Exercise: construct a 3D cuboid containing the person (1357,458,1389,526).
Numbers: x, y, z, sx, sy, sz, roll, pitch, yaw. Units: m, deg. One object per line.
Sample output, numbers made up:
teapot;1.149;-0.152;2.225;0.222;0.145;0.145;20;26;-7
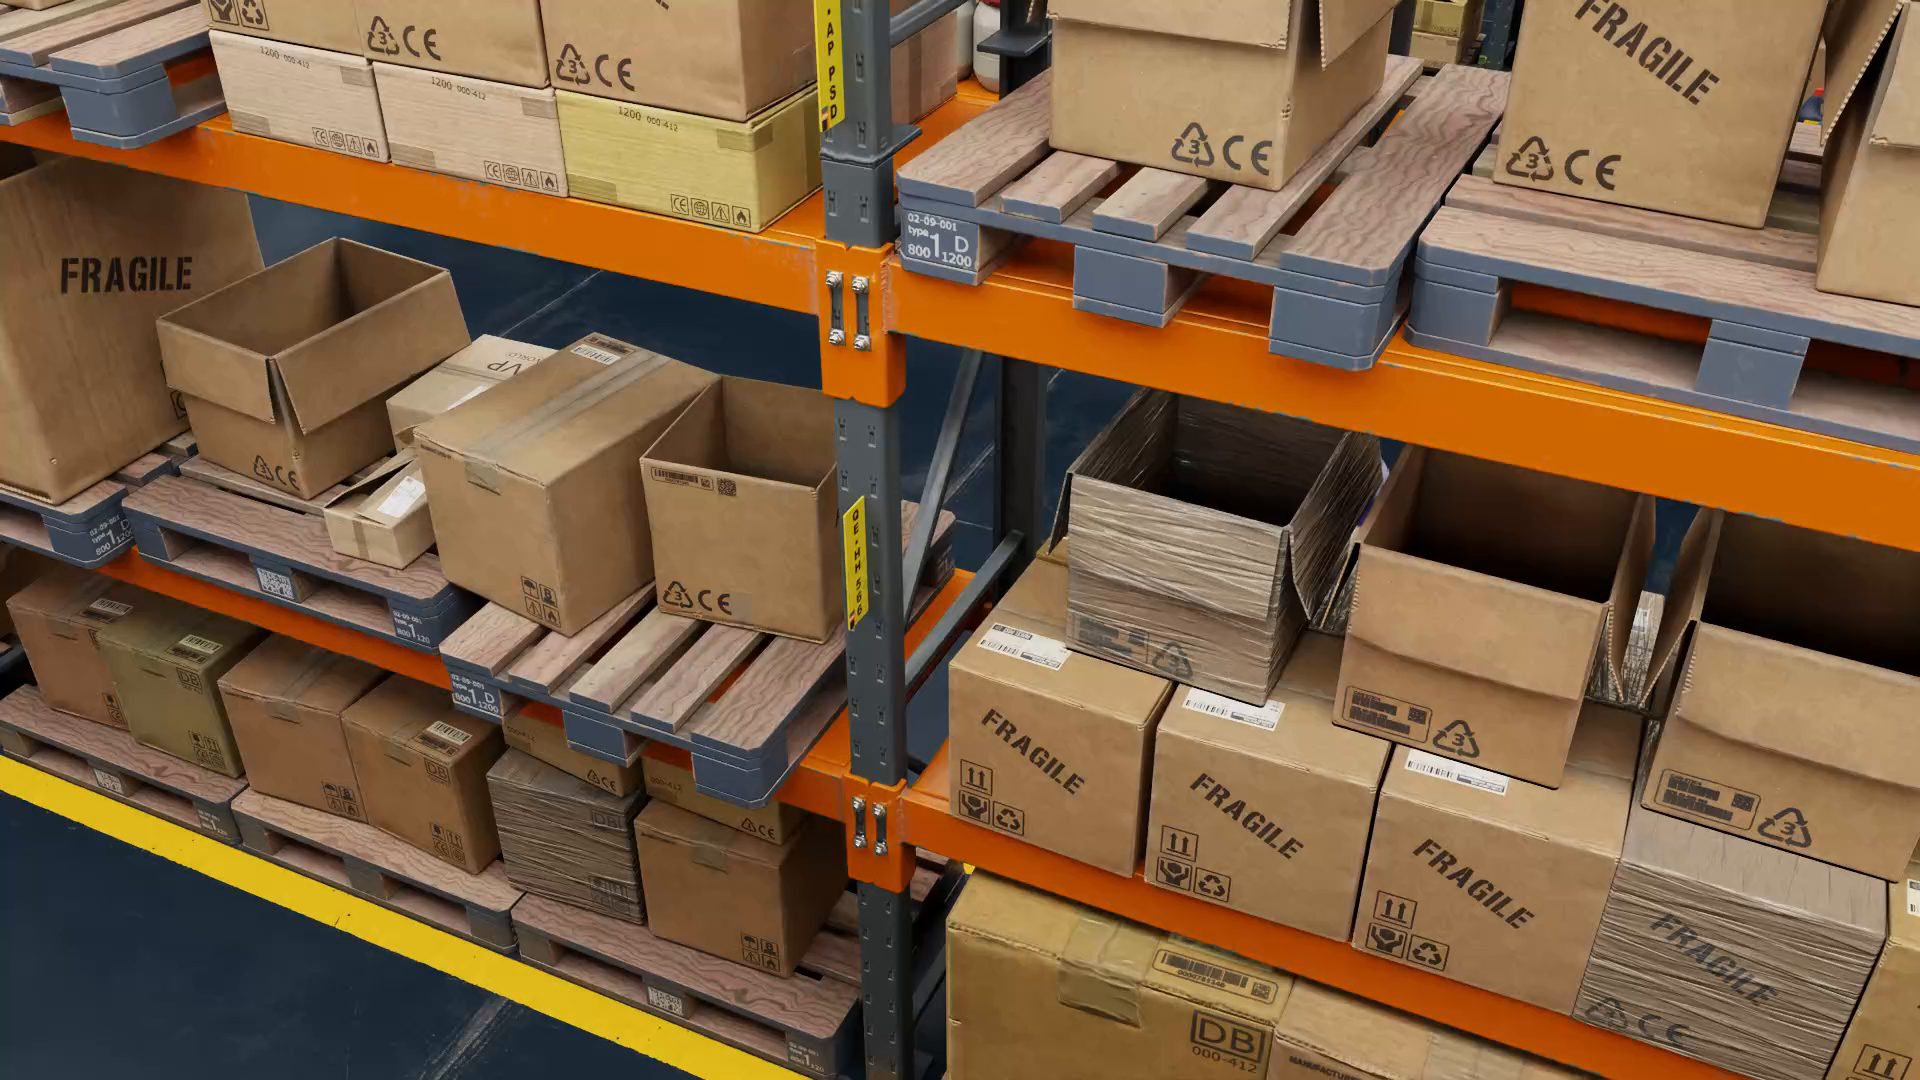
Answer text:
person;1.550;-0.063;6.990;0.514;0.830;0.900;13;36;18
